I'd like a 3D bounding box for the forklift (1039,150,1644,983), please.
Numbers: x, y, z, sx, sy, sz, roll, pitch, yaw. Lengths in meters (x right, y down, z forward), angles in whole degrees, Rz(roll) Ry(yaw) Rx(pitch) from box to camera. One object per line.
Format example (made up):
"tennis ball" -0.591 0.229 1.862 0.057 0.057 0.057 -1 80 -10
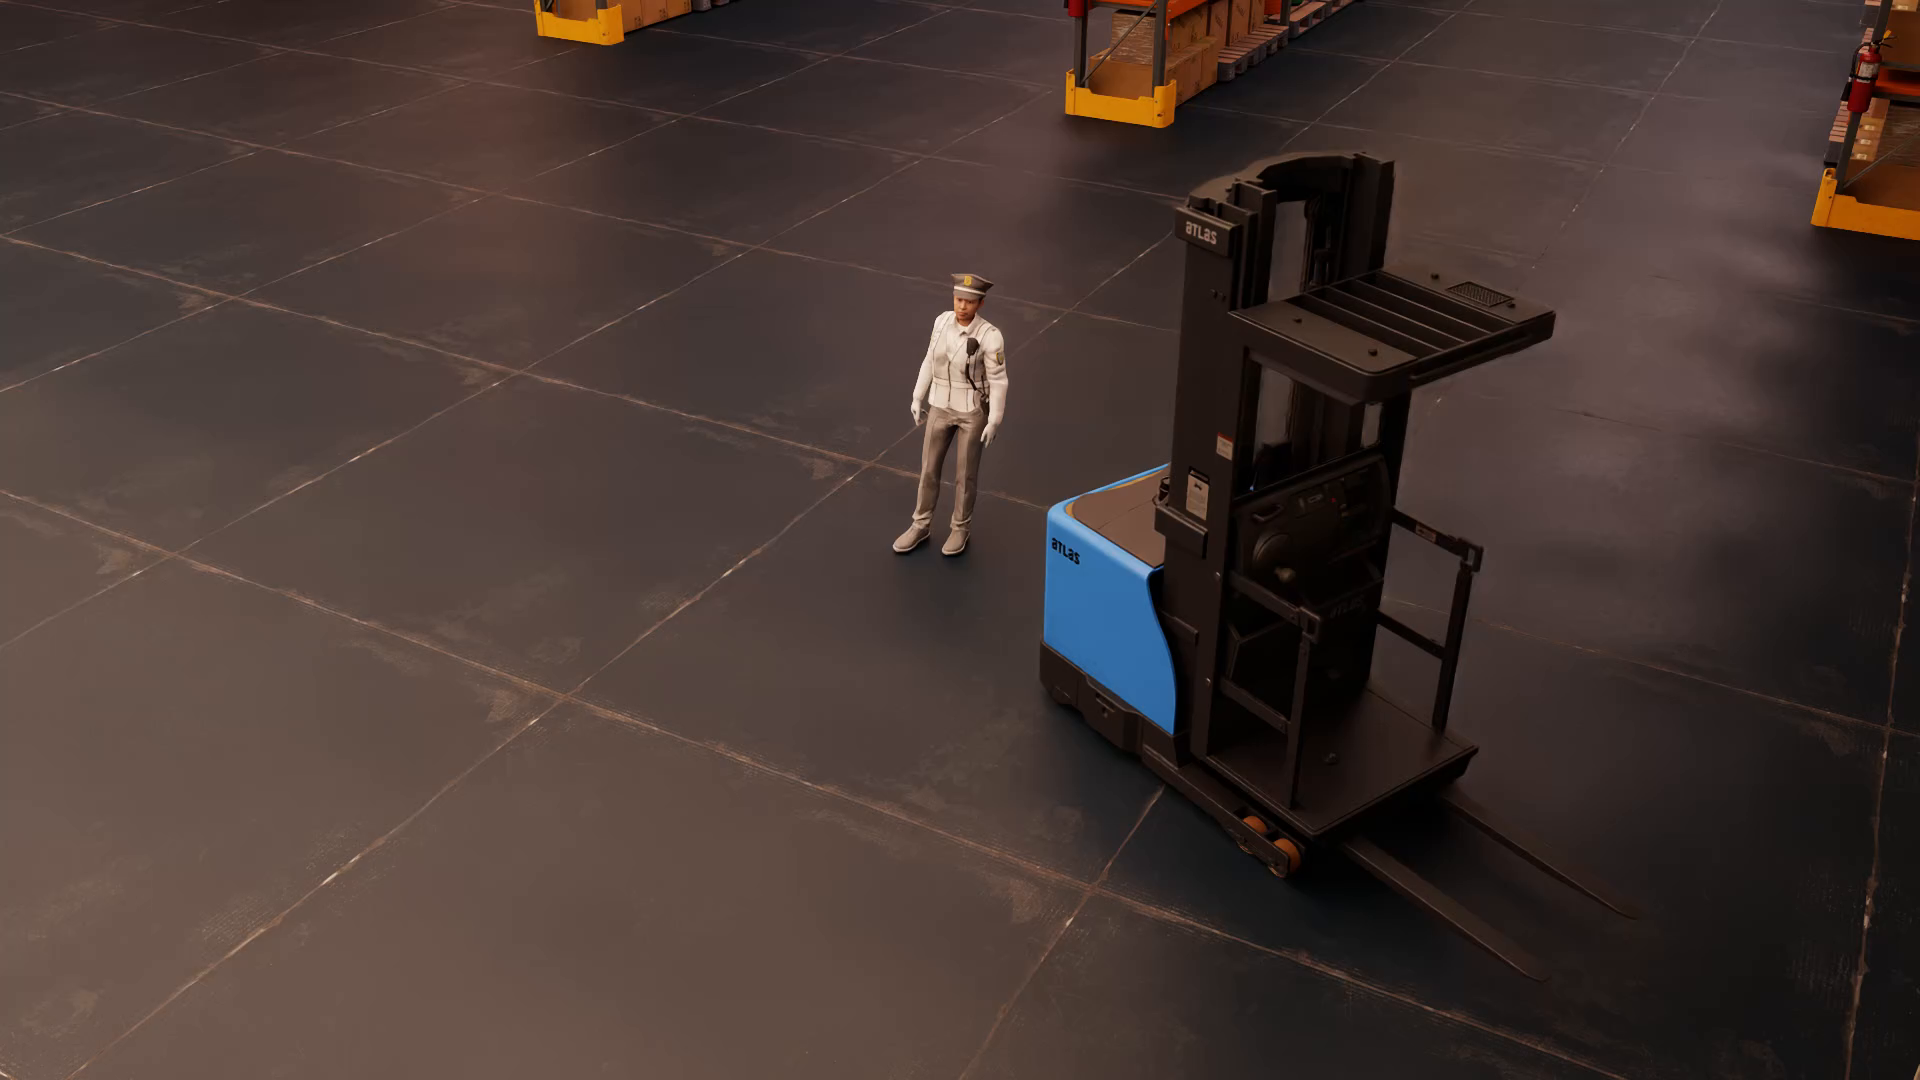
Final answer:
"forklift" 1.678 -0.048 7.153 1.130 2.935 3.031 -20 35 -30

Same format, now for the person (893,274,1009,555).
"person" -0.038 -0.712 9.528 0.588 1.696 0.533 15 33 25
